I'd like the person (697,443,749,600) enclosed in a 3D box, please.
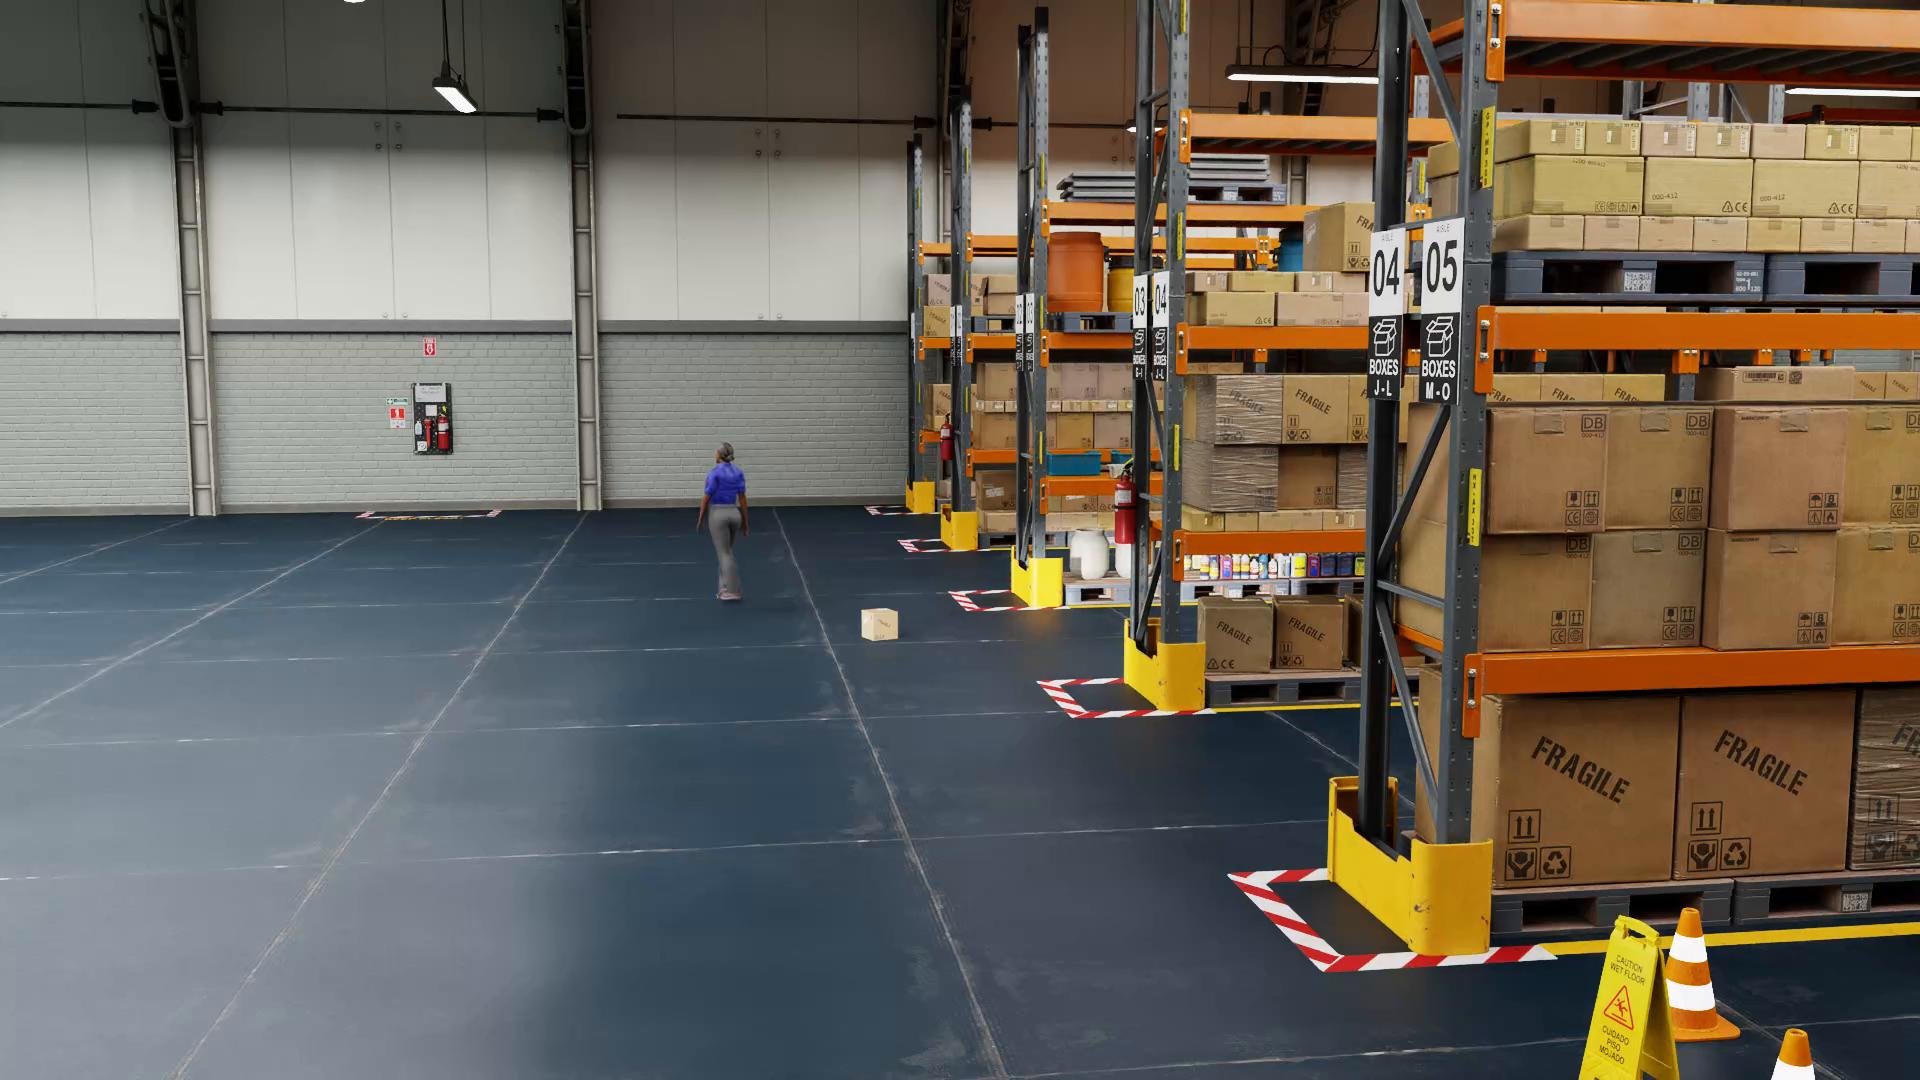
[{"bbox_3d":[-2.491,-0.160,17.410,0.487,1.723,0.612,-6,9,-43],"label":"person"}]
